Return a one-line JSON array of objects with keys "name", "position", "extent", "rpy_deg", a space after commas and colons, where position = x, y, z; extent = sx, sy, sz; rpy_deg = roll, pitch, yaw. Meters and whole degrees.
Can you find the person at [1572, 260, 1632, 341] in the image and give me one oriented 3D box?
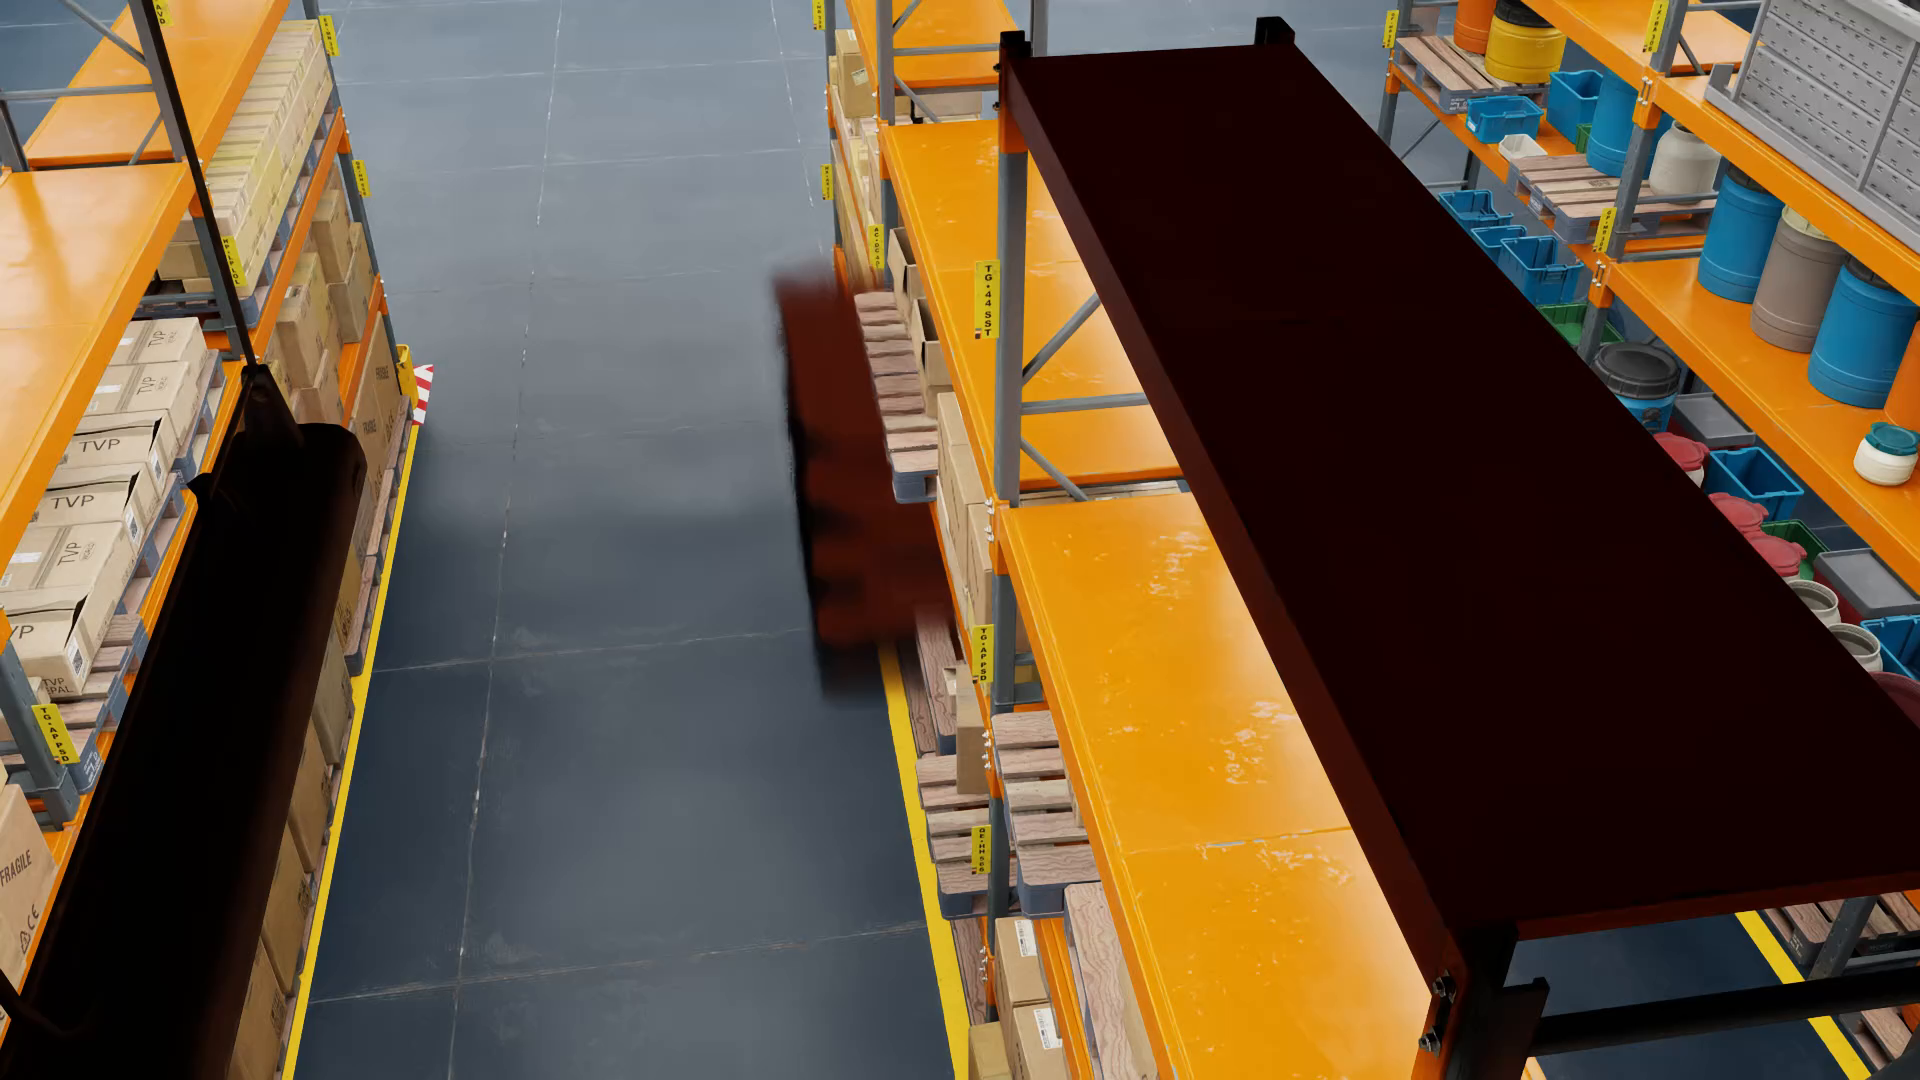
[{"name": "person", "position": [6.043, -2.594, 15.648], "extent": [0.437, 1.535, 1.017], "rpy_deg": [-25, 43, -30]}]
